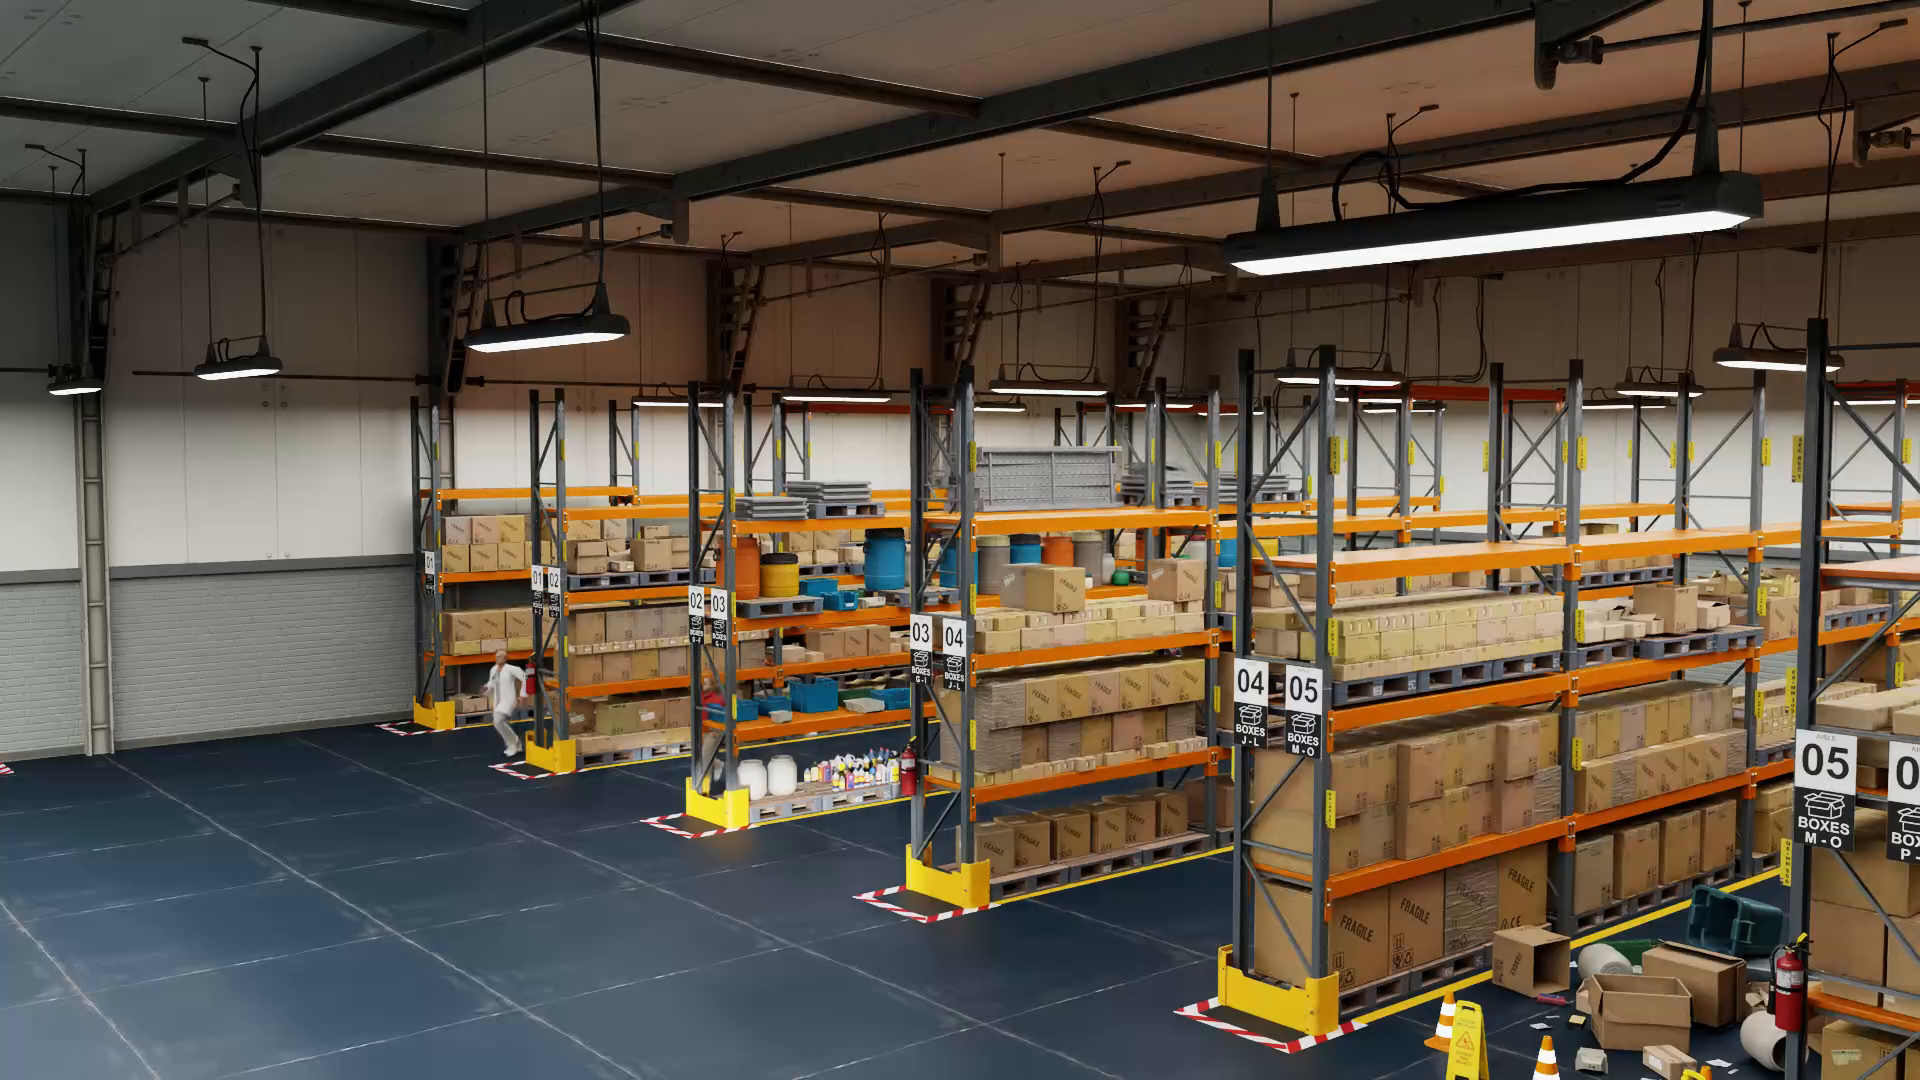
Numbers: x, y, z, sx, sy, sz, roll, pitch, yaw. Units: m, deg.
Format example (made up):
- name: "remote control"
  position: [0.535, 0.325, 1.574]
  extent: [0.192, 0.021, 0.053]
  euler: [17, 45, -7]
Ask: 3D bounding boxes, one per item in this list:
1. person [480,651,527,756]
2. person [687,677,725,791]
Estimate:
- name: "person"
  position: [-7.484, 2.678, 27.278]
  extent: [0.731, 1.733, 0.773]
  euler: [2, 4, 33]
- name: "person"
  position: [-3.706, 2.863, 24.643]
  extent: [0.668, 1.691, 0.741]
  euler: [2, 4, 34]
